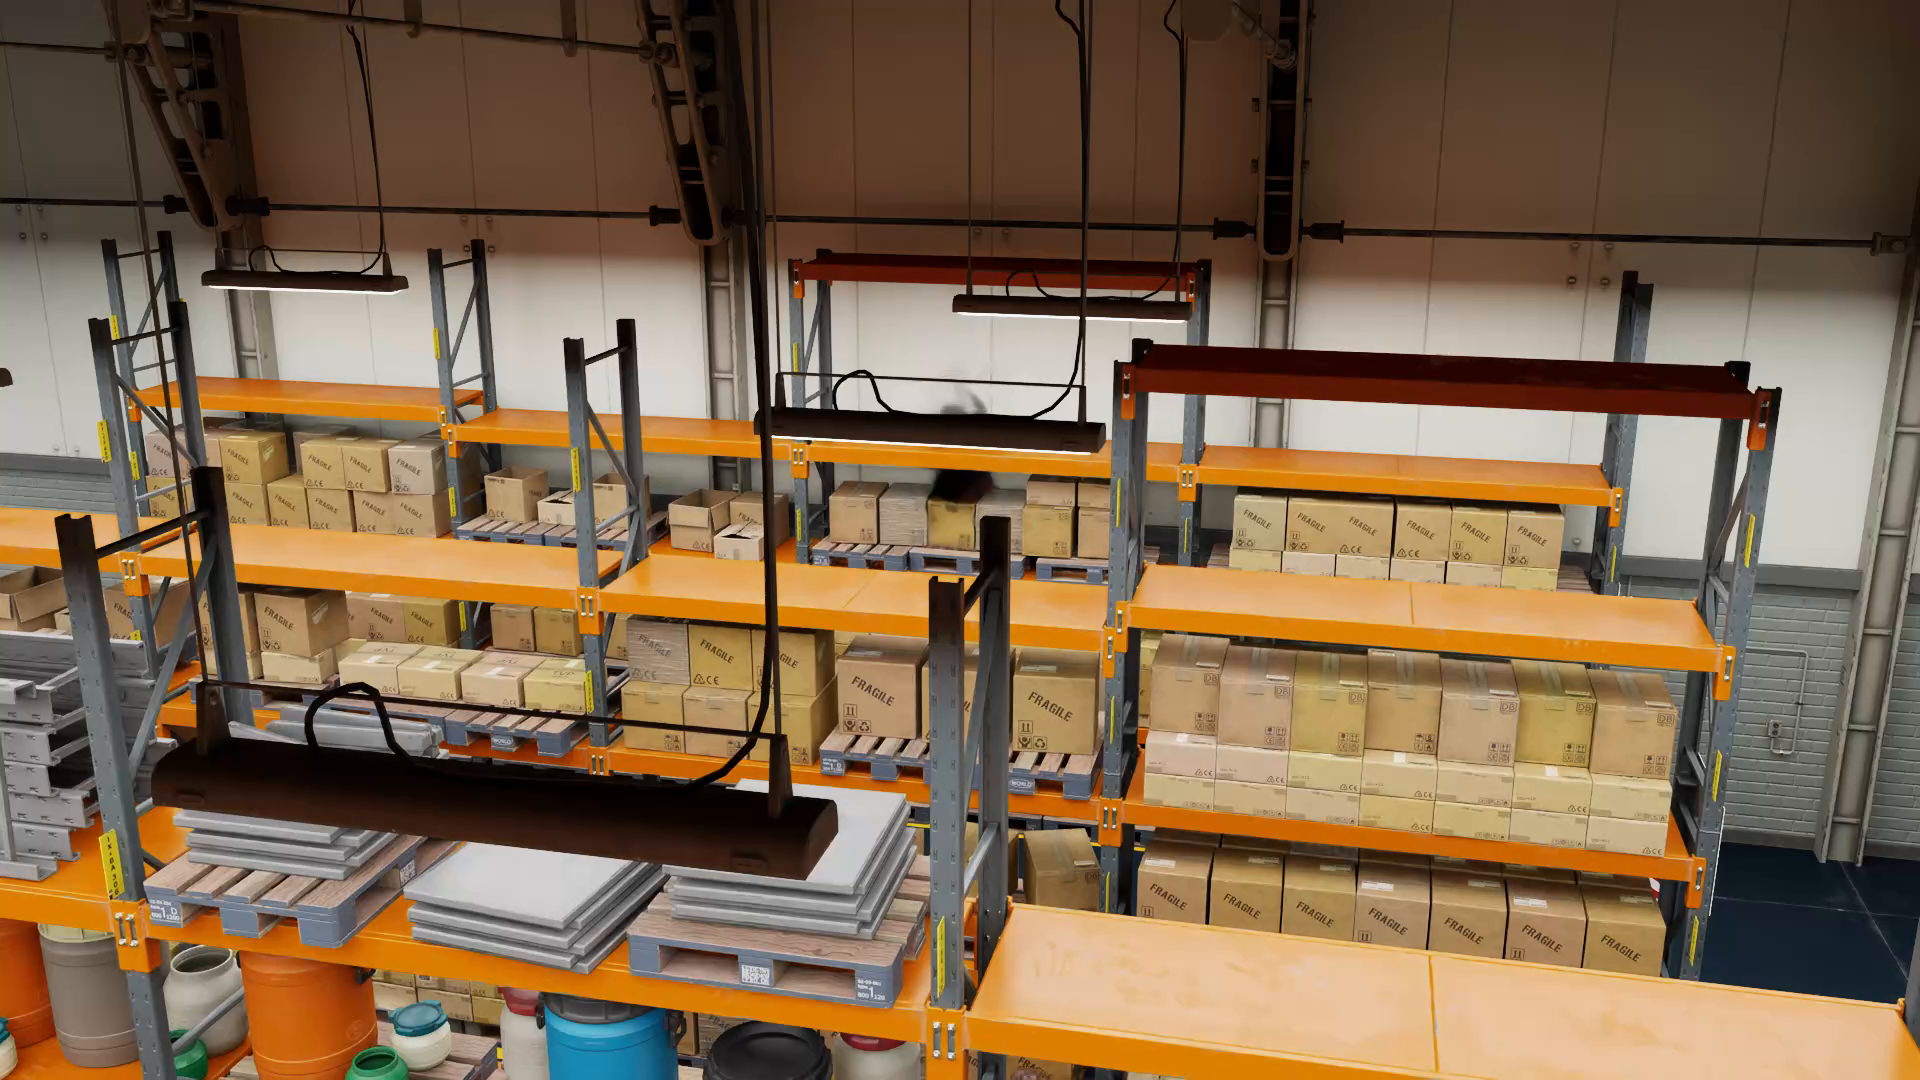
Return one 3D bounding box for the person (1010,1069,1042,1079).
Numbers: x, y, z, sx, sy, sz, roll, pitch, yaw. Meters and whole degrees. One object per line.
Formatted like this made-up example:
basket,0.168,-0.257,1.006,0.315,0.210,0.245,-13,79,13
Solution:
person,0.366,4.226,11.098,0.593,1.561,0.512,2,16,8
